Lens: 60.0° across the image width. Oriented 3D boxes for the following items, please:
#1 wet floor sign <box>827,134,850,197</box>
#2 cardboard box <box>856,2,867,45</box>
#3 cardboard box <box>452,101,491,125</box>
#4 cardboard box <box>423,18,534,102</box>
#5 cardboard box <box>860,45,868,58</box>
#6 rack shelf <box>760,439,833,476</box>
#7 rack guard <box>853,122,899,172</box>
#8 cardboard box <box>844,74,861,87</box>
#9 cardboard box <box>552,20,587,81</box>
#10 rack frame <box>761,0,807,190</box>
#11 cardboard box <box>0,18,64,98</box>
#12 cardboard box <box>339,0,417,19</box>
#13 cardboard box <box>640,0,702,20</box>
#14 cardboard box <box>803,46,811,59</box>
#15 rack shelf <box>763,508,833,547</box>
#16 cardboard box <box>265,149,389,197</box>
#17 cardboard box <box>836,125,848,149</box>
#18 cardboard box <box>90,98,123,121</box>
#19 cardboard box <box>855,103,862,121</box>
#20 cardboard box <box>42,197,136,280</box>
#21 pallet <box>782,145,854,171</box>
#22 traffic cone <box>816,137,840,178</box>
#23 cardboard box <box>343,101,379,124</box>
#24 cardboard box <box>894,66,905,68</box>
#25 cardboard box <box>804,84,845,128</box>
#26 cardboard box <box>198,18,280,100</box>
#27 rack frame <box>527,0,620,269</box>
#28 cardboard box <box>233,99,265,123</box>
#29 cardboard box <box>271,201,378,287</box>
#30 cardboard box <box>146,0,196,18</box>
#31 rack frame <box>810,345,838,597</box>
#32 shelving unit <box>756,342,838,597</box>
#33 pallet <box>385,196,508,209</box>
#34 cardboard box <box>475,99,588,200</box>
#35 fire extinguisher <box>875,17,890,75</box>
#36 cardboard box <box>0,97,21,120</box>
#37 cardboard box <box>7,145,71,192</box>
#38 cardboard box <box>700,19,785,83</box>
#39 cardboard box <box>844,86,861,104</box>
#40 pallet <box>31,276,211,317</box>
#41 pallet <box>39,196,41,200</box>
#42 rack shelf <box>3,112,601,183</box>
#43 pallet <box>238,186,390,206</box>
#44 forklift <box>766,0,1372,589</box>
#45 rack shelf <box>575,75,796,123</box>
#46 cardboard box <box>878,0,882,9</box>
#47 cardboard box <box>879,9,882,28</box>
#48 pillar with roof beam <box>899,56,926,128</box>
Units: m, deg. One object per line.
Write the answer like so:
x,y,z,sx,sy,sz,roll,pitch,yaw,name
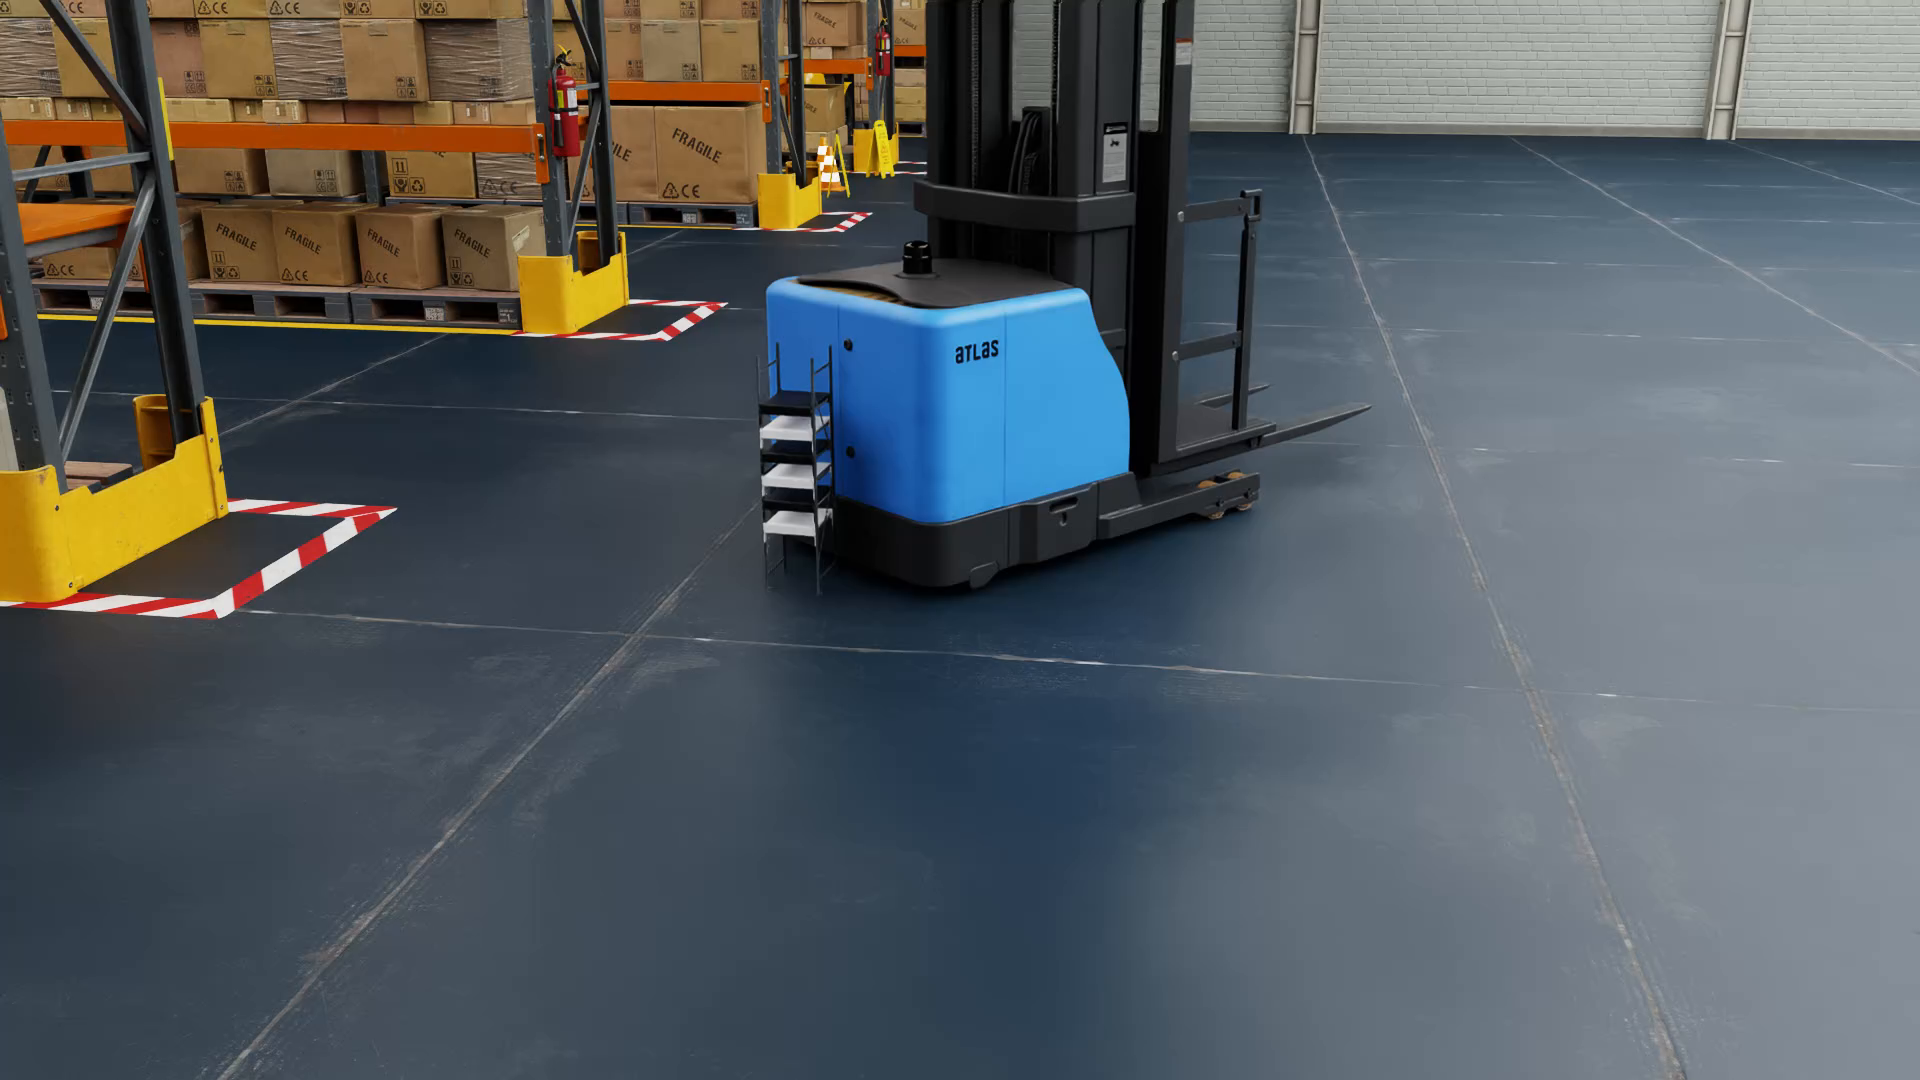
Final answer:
-1.300,-3.992,17.718,0.232,0.644,0.267,0,19,-1,wet floor sign
-1.381,-6.345,20.413,0.500,0.500,0.500,3,19,8,cardboard box
-3.091,-2.785,10.794,0.250,0.149,0.380,3,19,9,cardboard box
-3.068,-3.166,10.911,0.500,0.500,0.875,3,19,9,cardboard box
-1.260,-6.009,20.430,0.250,0.149,0.380,3,19,9,cardboard box
-0.600,-0.313,6.143,0.200,0.077,0.258,4,19,12,rack shelf
-1.033,-4.864,20.553,0.348,0.500,1.175,3,19,9,rack guard
-1.683,-6.942,24.919,0.500,0.250,0.500,3,19,9,cardboard box
-3.626,-4.668,15.790,0.500,0.550,0.875,3,19,9,cardboard box
-1.643,-4.490,15.495,0.127,3.000,1.000,3,19,9,rack frame
-6.044,-3.289,11.279,0.500,0.500,0.875,3,19,9,cardboard box
-3.606,-3.577,10.566,0.500,0.500,0.500,3,19,9,cardboard box
-2.561,-5.103,15.388,0.550,0.550,0.875,3,19,9,cardboard box
-1.878,-5.876,20.034,0.250,0.149,0.380,3,19,8,cardboard box
-0.600,-0.057,6.228,0.200,0.077,0.258,4,19,12,rack shelf
-6.220,-3.827,16.396,0.750,0.750,1.050,3,19,8,cardboard box
-1.710,-5.068,20.895,0.500,0.250,0.500,3,19,8,cardboard box
-5.570,-2.888,11.103,0.250,0.149,0.380,3,19,9,cardboard box
-1.670,-6.477,25.105,0.500,0.250,0.500,3,19,9,cardboard box
-6.090,-2.124,11.700,0.500,0.500,0.500,2,19,7,cardboard box
-1.829,-4.779,20.754,1.213,0.211,1.003,3,19,9,pallet
-1.587,-4.460,19.404,0.334,0.463,0.336,3,19,9,traffic cone
-3.830,-2.824,10.912,0.250,0.149,0.380,3,19,9,cardboard box
-1.113,-7.078,25.325,0.500,0.250,0.500,3,19,9,cardboard box
-1.734,-5.425,20.779,0.500,0.500,0.500,2,19,7,cardboard box
-4.560,-3.221,11.076,0.500,0.500,0.875,3,19,9,cardboard box
-2.530,-2.941,10.866,0.127,3.000,1.000,3,19,9,rack frame
-4.577,-2.849,10.985,0.250,0.149,0.380,3,19,9,cardboard box
-4.354,-2.048,11.475,0.500,0.500,0.500,5,19,14,cardboard box
-5.088,-3.653,10.791,0.500,0.500,0.500,3,19,9,cardboard box
-0.501,-0.252,6.139,0.006,0.900,0.240,4,19,12,rack frame
-0.600,-0.260,6.161,0.210,0.900,0.258,4,19,12,shelving unit
-4.854,-3.306,16.351,1.213,0.211,1.003,3,19,9,pallet
-4.092,-3.785,16.075,0.875,0.875,0.875,3,19,9,cardboard box
-0.918,-5.859,19.709,0.183,0.674,0.296,3,19,9,fire extinguisher
-6.314,-2.918,11.194,0.250,0.149,0.380,3,19,9,cardboard box
-8.955,-3.966,16.813,0.750,0.750,1.050,3,19,8,cardboard box
-2.017,-4.566,15.485,0.550,0.550,0.875,3,19,9,cardboard box
-1.711,-6.708,25.008,0.500,0.250,0.500,2,19,7,cardboard box
-5.810,-1.797,11.842,1.213,0.211,1.003,3,19,9,pallet
-10.313,-3.610,17.260,1.213,0.211,1.003,3,19,9,pallet
-4.504,-2.701,11.281,4.000,0.370,1.077,3,19,9,rack shelf
-6.366,-3.384,16.585,1.213,0.211,1.003,3,19,9,pallet
0.660,-1.583,6.915,3.031,2.935,1.130,-16,24,-40,forklift
-3.618,-4.250,15.910,4.000,0.370,1.077,3,19,9,rack shelf
-1.064,-7.922,24.571,0.250,0.149,0.380,3,19,10,cardboard box
-1.212,-7.620,24.692,0.500,0.500,0.500,4,19,10,cardboard box
-1.401,-9.415,20.759,0.400,9.000,9.100,3,19,9,pillar with roof beam
